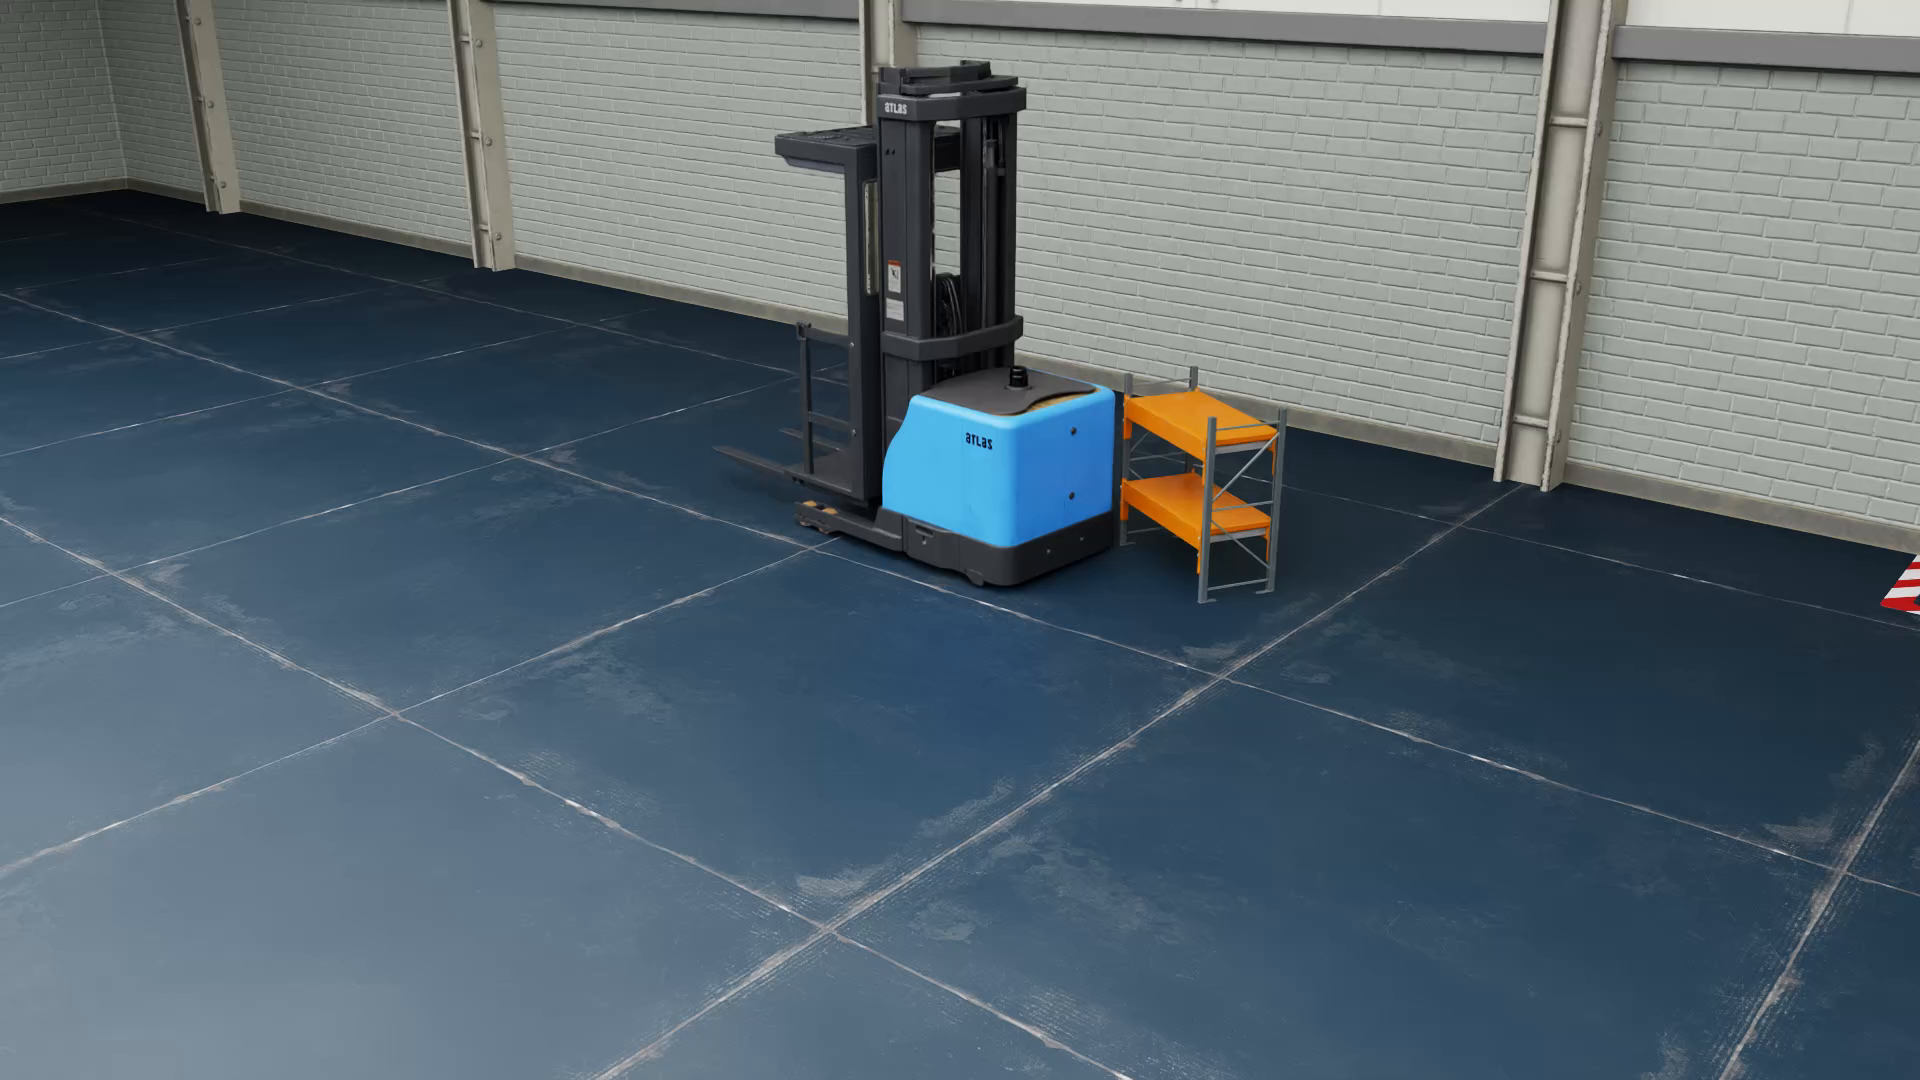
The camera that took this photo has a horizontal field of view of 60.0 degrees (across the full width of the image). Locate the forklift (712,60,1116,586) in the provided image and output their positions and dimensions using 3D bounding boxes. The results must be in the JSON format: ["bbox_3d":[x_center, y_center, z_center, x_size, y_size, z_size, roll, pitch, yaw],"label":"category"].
[{"bbox_3d":[-0.444,-1.526,10.561,3.031,2.935,1.130,19,28,41],"label":"forklift"}]

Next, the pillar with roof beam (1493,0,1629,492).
[{"bbox_3d":[1.305,-3.454,7.074,0.400,9.000,9.100,16,26,36],"label":"pillar with roof beam"}]

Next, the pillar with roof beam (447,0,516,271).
[{"bbox_3d":[-7.992,-6.131,14.173,0.400,9.000,9.100,16,26,36],"label":"pillar with roof beam"}]

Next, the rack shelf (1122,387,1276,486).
[{"bbox_3d":[1.435,-0.632,9.920,0.538,0.278,1.000,-8,22,-20],"label":"rack shelf"}]

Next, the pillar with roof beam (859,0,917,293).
[{"bbox_3d":[-3.344,-4.792,10.623,0.400,9.000,9.100,16,26,36],"label":"pillar with roof beam"}]

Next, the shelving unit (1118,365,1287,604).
[{"bbox_3d":[1.435,-0.358,10.024,0.538,1.125,1.048,-8,22,-20],"label":"shelving unit"}]

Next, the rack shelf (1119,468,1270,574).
[{"bbox_3d":[1.435,-0.129,10.110,0.538,0.278,1.000,-8,22,-20],"label":"rack shelf"}]

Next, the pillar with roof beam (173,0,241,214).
[{"bbox_3d":[-12.640,-7.470,17.723,0.400,9.000,9.100,16,26,36],"label":"pillar with roof beam"}]

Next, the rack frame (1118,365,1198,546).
[{"bbox_3d":[1.245,-0.524,10.465,0.500,1.125,0.032,-8,22,-20],"label":"rack frame"}]

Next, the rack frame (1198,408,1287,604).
[{"bbox_3d":[1.625,-0.192,9.582,0.500,1.125,0.032,-8,22,-20],"label":"rack frame"}]
